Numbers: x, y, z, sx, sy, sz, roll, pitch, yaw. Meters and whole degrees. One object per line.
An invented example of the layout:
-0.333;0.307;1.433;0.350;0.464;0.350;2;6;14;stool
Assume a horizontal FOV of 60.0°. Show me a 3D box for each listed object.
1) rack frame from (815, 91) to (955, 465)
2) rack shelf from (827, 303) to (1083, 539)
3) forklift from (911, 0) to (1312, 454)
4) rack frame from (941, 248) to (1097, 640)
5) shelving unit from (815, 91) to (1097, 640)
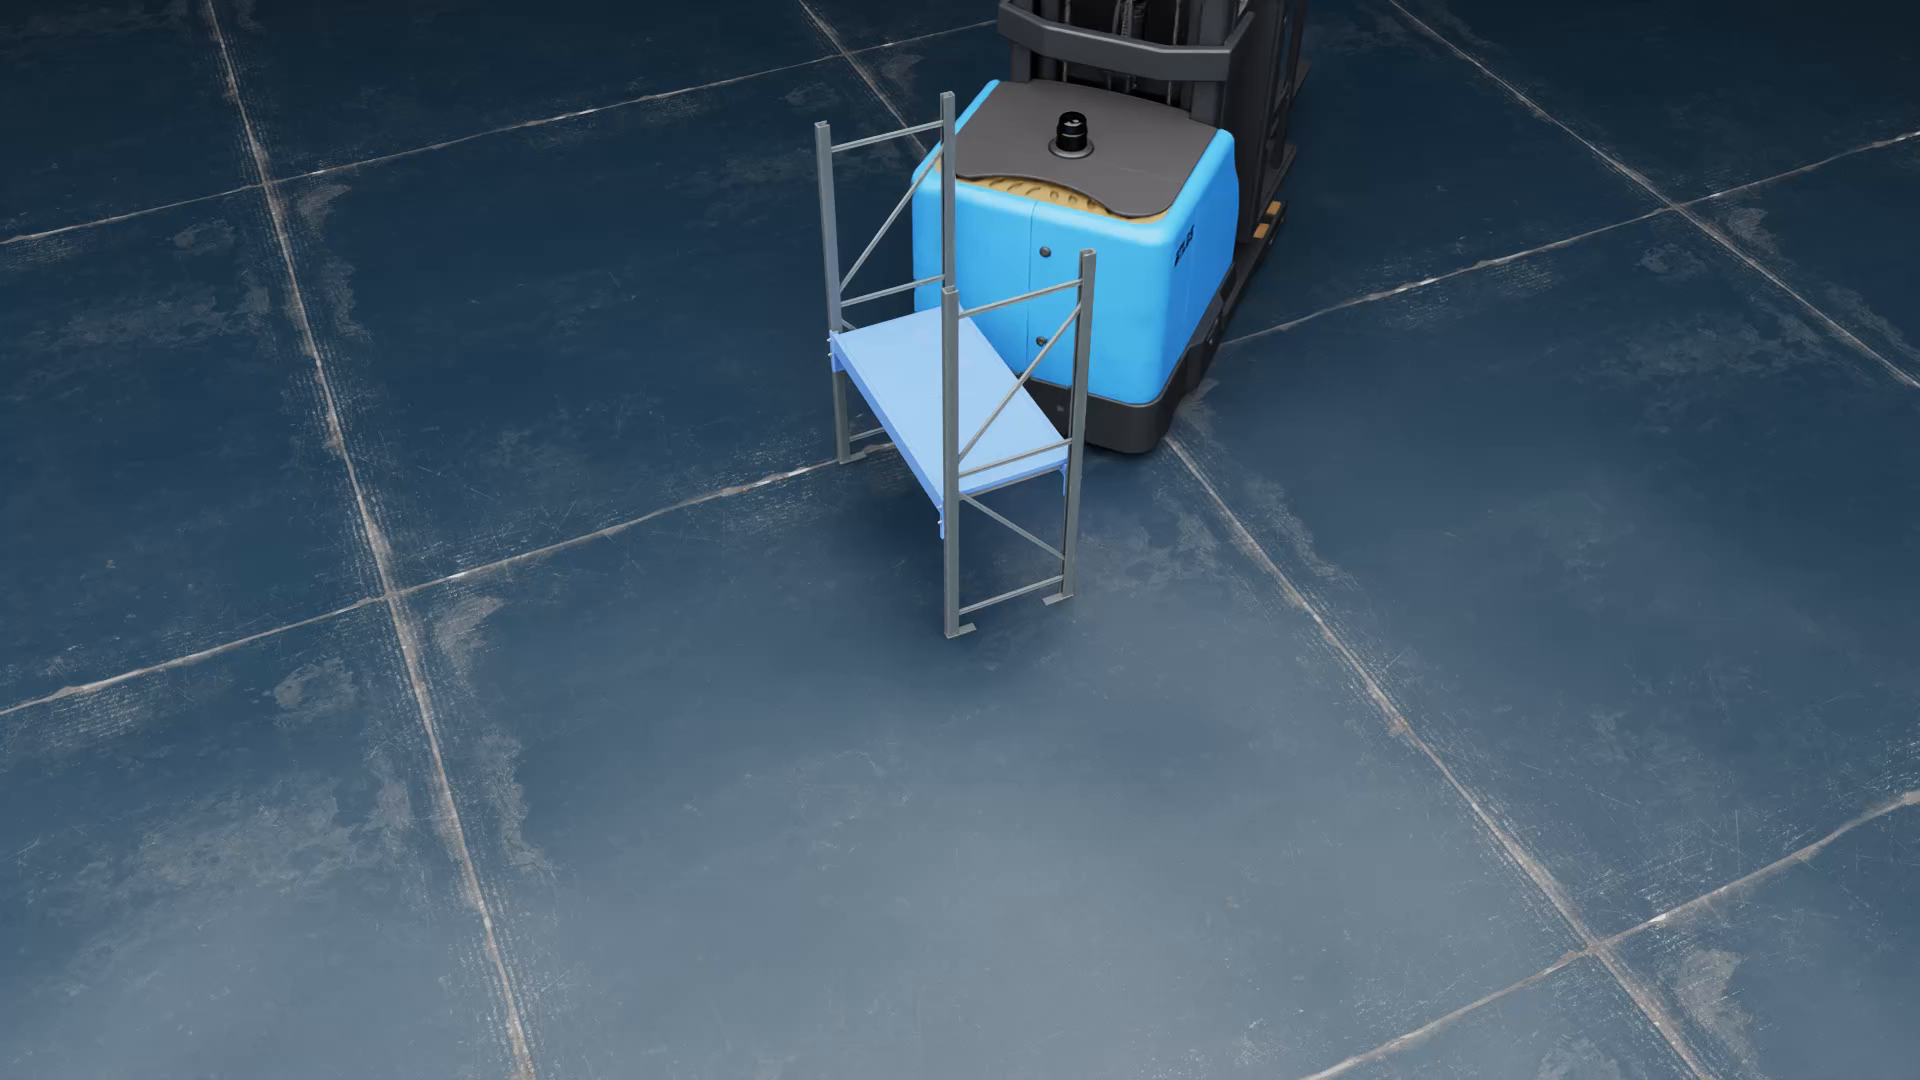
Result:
-0.250;-0.912;6.107;0.500;1.500;0.032;-18;47;-17;rack frame
-0.036;-0.460;5.905;0.538;0.185;1.000;-18;47;-17;rack shelf
0.857;-2.426;6.622;1.130;2.935;3.031;17;47;16;forklift
0.178;-0.264;5.450;0.500;1.500;0.032;-18;47;-17;rack frame
-0.036;-0.588;5.778;0.538;1.500;1.048;-18;47;-17;shelving unit
